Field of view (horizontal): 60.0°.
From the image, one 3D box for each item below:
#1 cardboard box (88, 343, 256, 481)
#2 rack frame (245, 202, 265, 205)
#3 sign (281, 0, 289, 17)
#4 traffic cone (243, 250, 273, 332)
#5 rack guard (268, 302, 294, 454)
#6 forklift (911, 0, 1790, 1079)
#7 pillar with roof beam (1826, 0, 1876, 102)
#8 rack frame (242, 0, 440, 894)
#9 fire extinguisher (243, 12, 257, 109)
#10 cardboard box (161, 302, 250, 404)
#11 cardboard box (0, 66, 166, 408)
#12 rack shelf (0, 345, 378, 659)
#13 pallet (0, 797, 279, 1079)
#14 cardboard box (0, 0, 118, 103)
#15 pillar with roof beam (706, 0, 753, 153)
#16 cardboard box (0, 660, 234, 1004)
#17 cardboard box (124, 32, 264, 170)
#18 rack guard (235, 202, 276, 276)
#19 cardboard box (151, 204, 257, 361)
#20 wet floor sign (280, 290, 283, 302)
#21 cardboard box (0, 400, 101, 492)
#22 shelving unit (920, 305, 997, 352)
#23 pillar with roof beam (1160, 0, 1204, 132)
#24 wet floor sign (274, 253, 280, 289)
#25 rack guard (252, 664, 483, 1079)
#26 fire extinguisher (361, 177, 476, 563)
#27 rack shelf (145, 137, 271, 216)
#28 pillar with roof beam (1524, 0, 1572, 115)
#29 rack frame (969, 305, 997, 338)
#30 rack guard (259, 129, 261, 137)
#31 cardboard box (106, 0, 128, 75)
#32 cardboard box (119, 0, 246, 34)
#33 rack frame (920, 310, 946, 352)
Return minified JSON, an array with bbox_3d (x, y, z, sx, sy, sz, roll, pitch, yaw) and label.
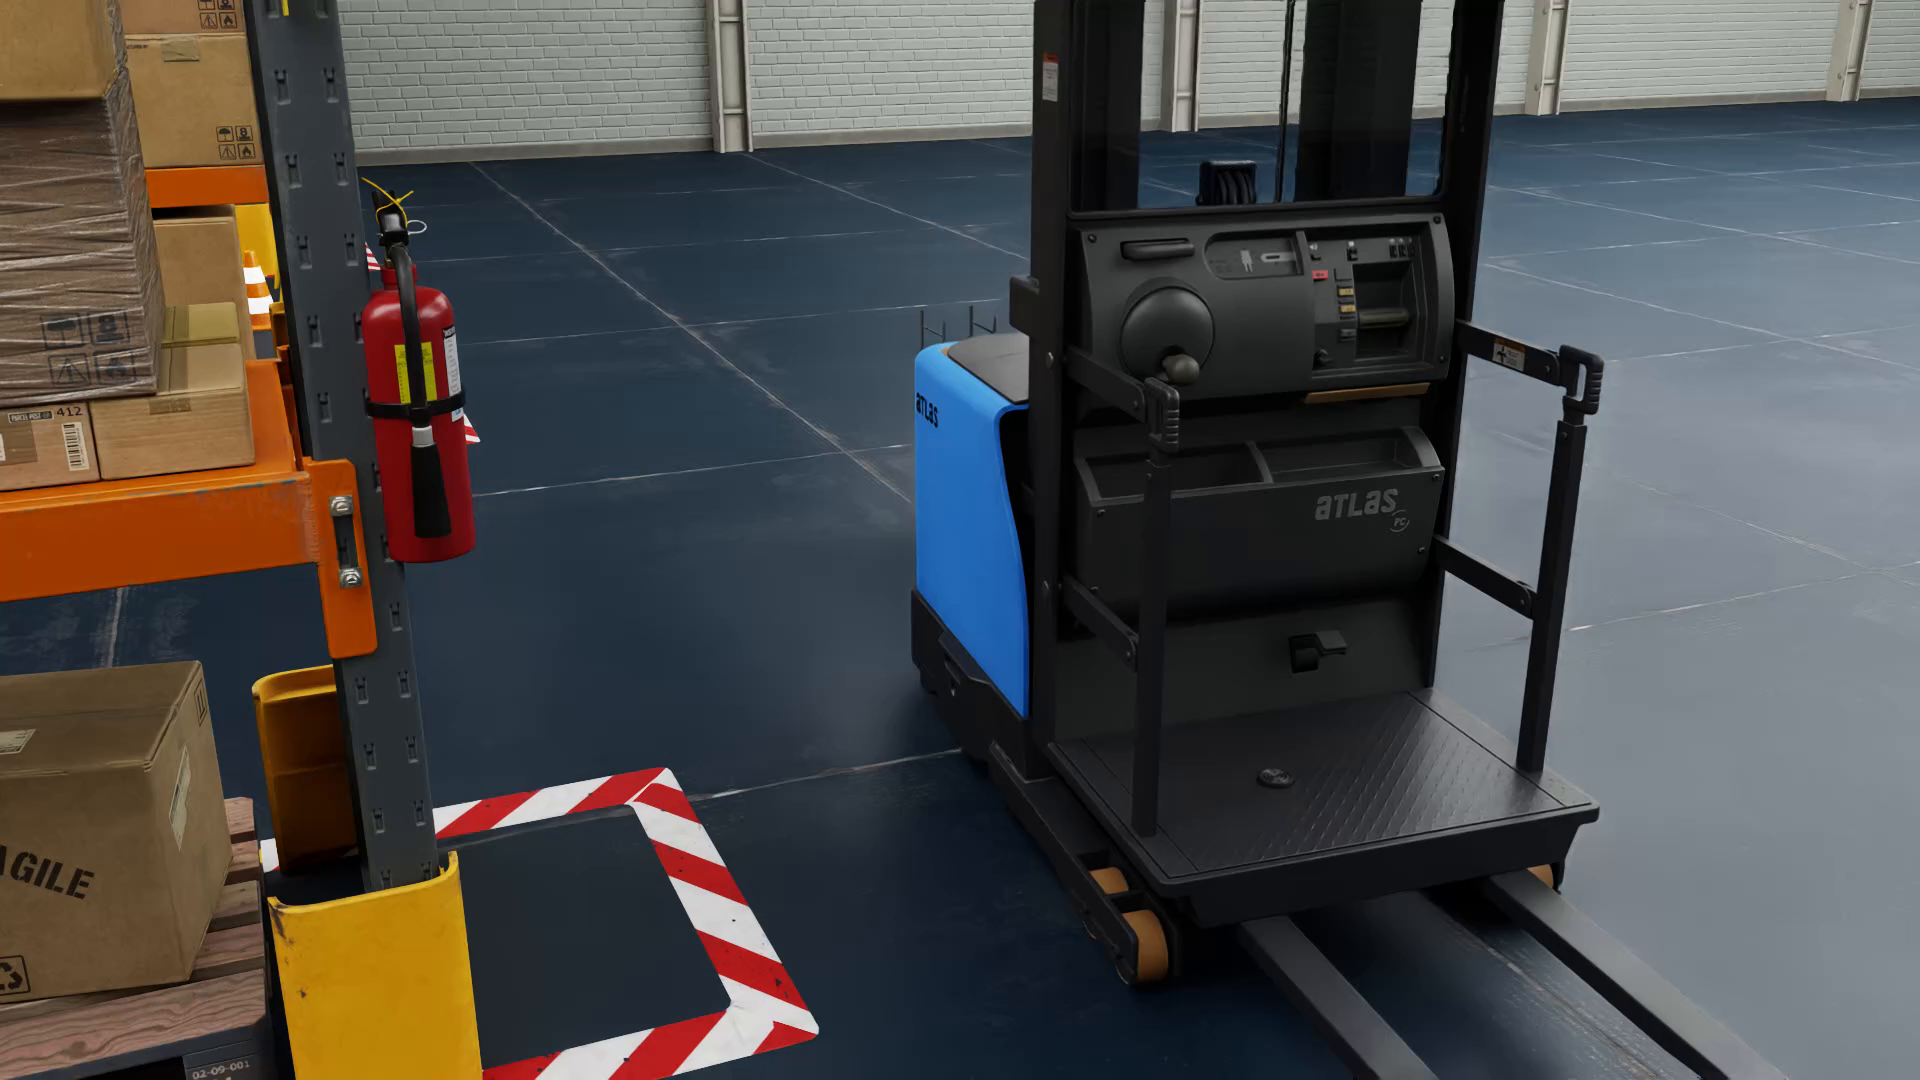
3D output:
[{"bbox_3d":[-1.452,-0.244,3.077,0.250,0.149,0.380,-8,21,-22],"label":"cardboard box"},{"bbox_3d":[-5.197,-3.485,11.903,0.127,3.000,1.000,-8,21,-22],"label":"rack frame"},{"bbox_3d":[-1.071,-0.986,2.587,0.005,0.325,0.100,-8,21,-22],"label":"sign"},{"bbox_3d":[-4.329,-1.545,10.212,0.334,0.463,0.336,-8,21,-22],"label":"traffic cone"},{"bbox_3d":[-3.122,-0.813,8.078,0.348,0.500,1.175,-8,21,-22],"label":"rack guard"},{"bbox_3d":[0.788,-0.540,3.643,1.130,2.935,3.031,-6,20,-17],"label":"forklift"},{"bbox_3d":[15.579,-9.855,20.963,0.400,9.000,9.100,-8,21,-22],"label":"pillar with roof beam"},{"bbox_3d":[-1.272,-0.463,3.320,0.127,3.000,1.000,-8,21,-22],"label":"rack frame"},{"bbox_3d":[-4.910,-3.323,11.560,0.183,0.674,0.296,-8,21,-22],"label":"fire extinguisher"},{"bbox_3d":[-1.628,-0.380,3.462,0.250,0.149,0.380,-8,21,-22],"label":"cardboard box"},{"bbox_3d":[-1.788,-0.586,3.072,0.500,0.500,0.875,-8,21,-22],"label":"cardboard box"},{"bbox_3d":[-3.108,0.140,2.692,4.000,0.370,1.077,-8,21,-22],"label":"rack shelf"},{"bbox_3d":[-2.102,0.959,3.482,1.213,0.211,1.003,-8,21,-22],"label":"pallet"},{"bbox_3d":[-1.679,-0.974,2.668,0.500,0.500,0.500,-8,21,-22],"label":"cardboard box"},{"bbox_3d":[-0.949,-7.488,14.238,0.400,9.000,9.100,-8,21,-22],"label":"pillar with roof beam"},{"bbox_3d":[-1.852,0.595,3.447,0.500,0.500,0.500,-4,20,-12],"label":"cardboard box"},{"bbox_3d":[-3.467,-1.997,7.451,0.550,0.550,0.875,-8,21,-22],"label":"cardboard box"},{"bbox_3d":[-5.267,-2.296,12.290,0.348,0.500,1.175,-8,21,-22],"label":"rack guard"},{"bbox_3d":[-3.740,-1.075,7.626,0.875,0.875,0.875,-8,21,-22],"label":"cardboard box"},{"bbox_3d":[-3.902,-1.486,9.770,0.232,0.644,0.267,-12,23,-31],"label":"wet floor sign"},{"bbox_3d":[-1.682,-0.211,2.984,0.250,0.149,0.380,-8,21,-22],"label":"cardboard box"},{"bbox_3d":[-0.007,-0.423,6.370,0.210,0.900,0.258,-8,21,-22],"label":"shelving unit"},{"bbox_3d":[4.560,-8.277,16.480,0.400,9.000,9.100,-8,21,-22],"label":"pillar with roof beam"},{"bbox_3d":[-4.599,-2.073,11.438,0.232,0.644,0.267,-1,19,-3],"label":"wet floor sign"},{"bbox_3d":[-1.342,0.726,3.707,0.348,0.500,1.175,-8,21,-22],"label":"rack guard"},{"bbox_3d":[-0.984,-0.301,2.977,0.183,0.674,0.296,-8,21,-22],"label":"fire extinguisher"},{"bbox_3d":[-4.980,-1.386,7.026,4.000,0.370,1.077,-8,21,-22],"label":"rack shelf"},{"bbox_3d":[10.070,-9.066,18.721,0.400,9.000,9.100,-8,21,-22],"label":"pillar with roof beam"},{"bbox_3d":[0.086,-0.437,6.408,0.006,0.900,0.240,-8,21,-22],"label":"rack frame"},{"bbox_3d":[-7.145,-3.822,16.625,0.348,0.500,1.175,-8,21,-22],"label":"rack guard"},{"bbox_3d":[-1.885,-1.133,3.119,0.500,0.500,0.500,-8,21,-22],"label":"cardboard box"},{"bbox_3d":[-3.500,-2.532,7.344,0.550,0.550,0.875,-8,21,-22],"label":"cardboard box"},{"bbox_3d":[-0.101,-0.410,6.332,0.006,0.900,0.240,-8,21,-22],"label":"rack frame"}]
